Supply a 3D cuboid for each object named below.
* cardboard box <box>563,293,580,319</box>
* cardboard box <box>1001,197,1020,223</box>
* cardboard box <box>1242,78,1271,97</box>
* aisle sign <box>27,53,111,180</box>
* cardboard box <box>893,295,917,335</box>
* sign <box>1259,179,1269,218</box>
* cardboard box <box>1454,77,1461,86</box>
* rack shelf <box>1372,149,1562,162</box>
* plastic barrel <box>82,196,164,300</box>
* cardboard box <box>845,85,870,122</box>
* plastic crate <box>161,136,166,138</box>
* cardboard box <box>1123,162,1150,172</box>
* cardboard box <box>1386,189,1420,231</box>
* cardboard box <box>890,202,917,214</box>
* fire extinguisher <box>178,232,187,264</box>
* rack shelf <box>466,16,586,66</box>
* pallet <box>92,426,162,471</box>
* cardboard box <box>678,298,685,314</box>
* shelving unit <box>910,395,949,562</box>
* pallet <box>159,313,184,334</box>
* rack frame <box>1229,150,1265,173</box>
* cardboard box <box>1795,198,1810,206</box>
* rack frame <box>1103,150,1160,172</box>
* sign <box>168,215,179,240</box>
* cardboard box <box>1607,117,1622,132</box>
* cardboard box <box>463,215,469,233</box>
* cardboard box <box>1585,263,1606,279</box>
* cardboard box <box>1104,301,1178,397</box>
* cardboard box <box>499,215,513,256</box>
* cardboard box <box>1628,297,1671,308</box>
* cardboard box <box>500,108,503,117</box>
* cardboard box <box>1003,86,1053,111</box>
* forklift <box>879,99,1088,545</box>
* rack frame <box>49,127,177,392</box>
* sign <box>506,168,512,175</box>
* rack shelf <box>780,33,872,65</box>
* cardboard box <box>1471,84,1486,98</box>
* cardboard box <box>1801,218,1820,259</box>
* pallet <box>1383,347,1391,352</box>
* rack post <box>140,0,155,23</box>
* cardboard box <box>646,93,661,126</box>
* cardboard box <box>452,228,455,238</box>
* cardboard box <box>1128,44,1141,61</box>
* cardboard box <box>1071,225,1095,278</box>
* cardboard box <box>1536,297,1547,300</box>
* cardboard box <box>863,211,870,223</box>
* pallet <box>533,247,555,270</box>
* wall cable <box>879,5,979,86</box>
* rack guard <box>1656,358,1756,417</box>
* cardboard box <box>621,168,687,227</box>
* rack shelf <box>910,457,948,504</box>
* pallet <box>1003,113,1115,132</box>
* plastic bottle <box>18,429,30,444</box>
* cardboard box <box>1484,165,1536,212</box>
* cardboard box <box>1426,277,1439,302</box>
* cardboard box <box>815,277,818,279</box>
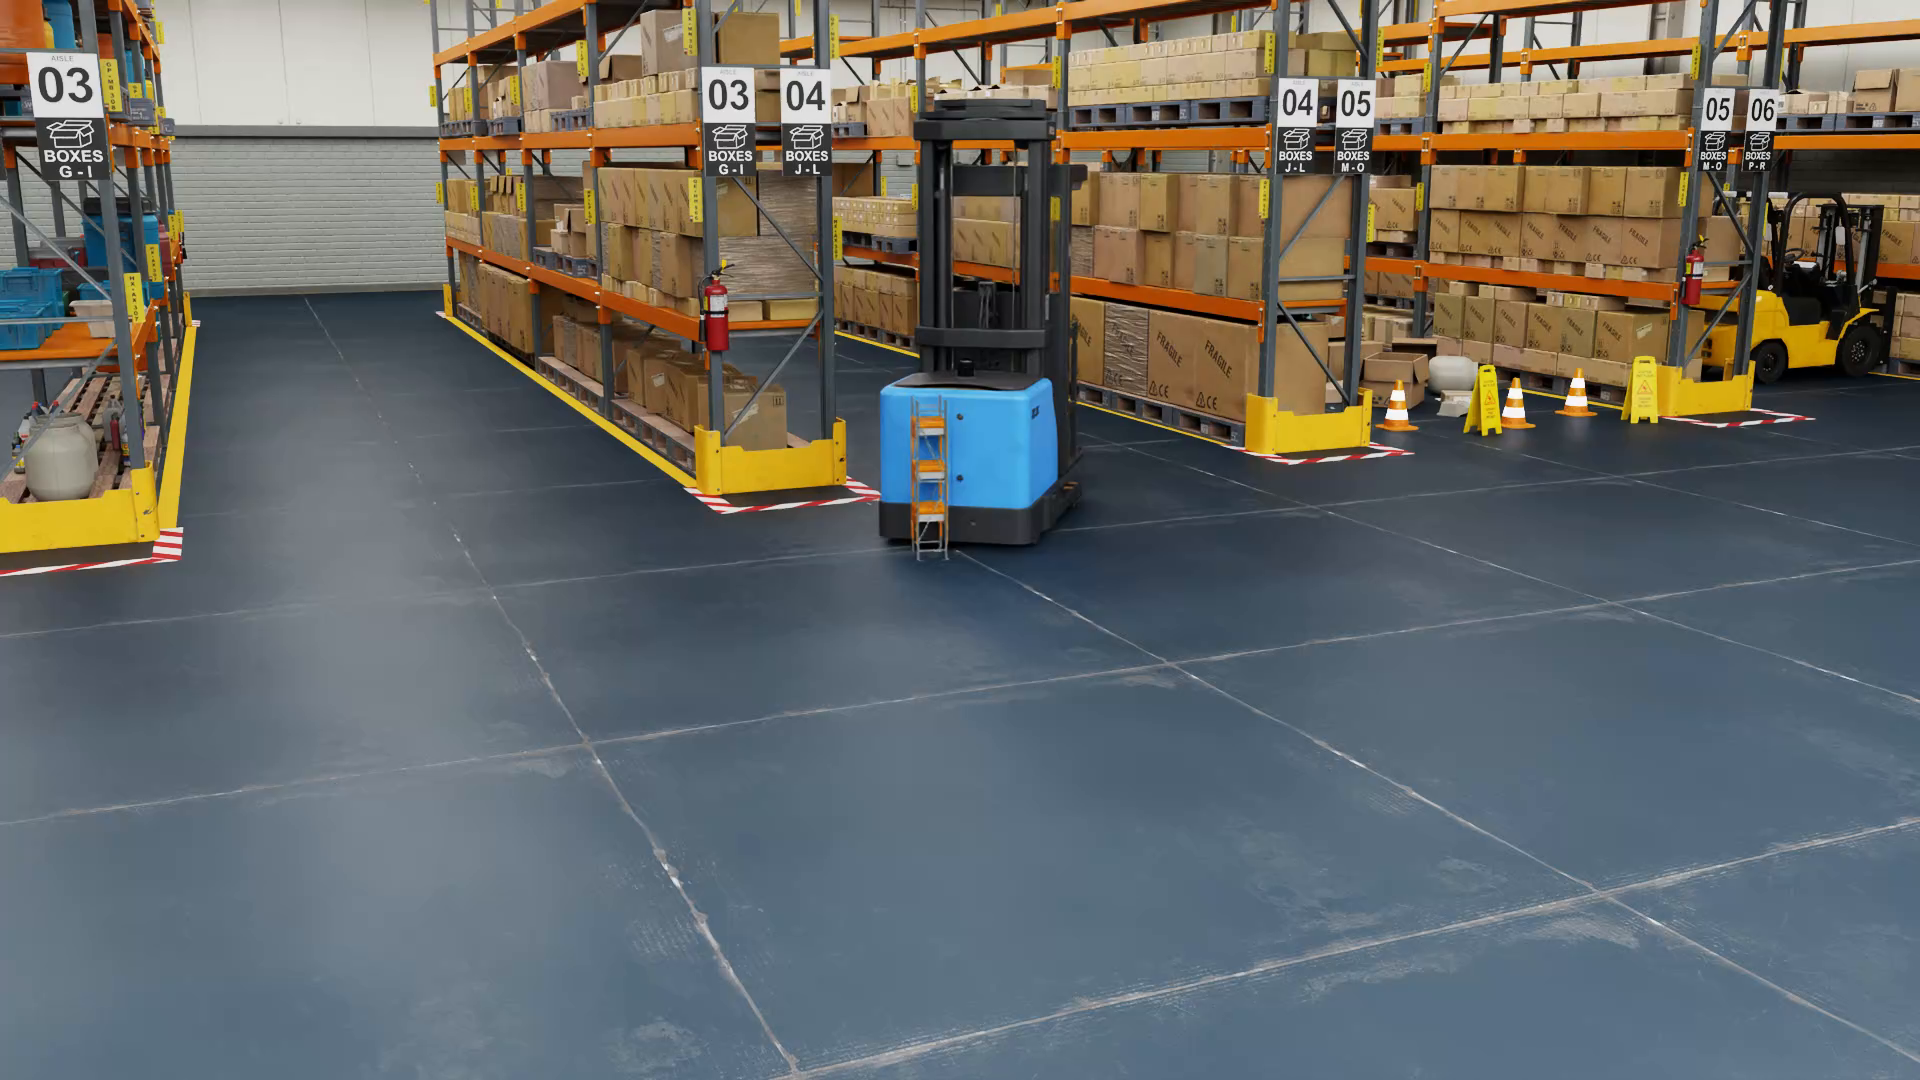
[{"bbox_3d":[-4.371,-2.755,19.525,0.500,0.250,0.500,-5,14,-21],"label":"cardboard box"},{"bbox_3d":[0.906,-3.978,19.465,0.700,0.500,0.500,-6,14,-23],"label":"cardboard box"},{"bbox_3d":[2.679,-3.933,14.464,0.380,0.149,0.250,-6,14,-23],"label":"cardboard box"},{"bbox_3d":[-5.704,-2.707,10.647,0.394,0.787,0.004,-6,14,-23],"label":"aisle sign"},{"bbox_3d":[-0.585,-3.055,22.529,0.500,0.500,0.500,-6,14,-23],"label":"cardboard box"},{"bbox_3d":[2.620,-2.936,14.311,0.100,0.325,0.005,-6,14,-23],"label":"sign"},{"bbox_3d":[5.939,-5.693,20.955,0.500,0.250,0.500,-6,14,-24],"label":"cardboard box"},{"bbox_3d":[8.158,-6.397,27.300,1.077,0.370,4.000,-6,14,-23],"label":"rack shelf"},{"bbox_3d":[-7.480,-2.606,14.867,0.600,0.901,0.708,-6,14,-23],"label":"plastic barrel"},{"bbox_3d":[-1.186,-6.168,23.553,0.797,0.503,0.637,-6,14,-24],"label":"cardboard box"},{"bbox_3d":[-11.753,-5.914,24.089,0.450,0.188,0.336,-6,14,-23],"label":"plastic crate"},{"bbox_3d":[2.922,-6.191,27.588,0.380,0.149,0.250,-6,14,-24],"label":"cardboard box"},{"bbox_3d":[5.620,-4.070,20.491,0.500,0.500,0.500,-6,14,-24],"label":"cardboard box"},{"bbox_3d":[-0.699,-4.388,21.982,0.380,0.149,0.250,-6,14,-25],"label":"cardboard box"},{"bbox_3d":[-12.054,-4.587,25.535,0.296,0.674,0.183,-6,14,-23],"label":"fire extinguisher"},{"bbox_3d":[-5.468,-6.319,21.199,1.077,0.370,4.000,-6,14,-23],"label":"rack shelf"},{"bbox_3d":[-7.372,-0.754,14.159,1.003,0.211,1.213,-6,14,-23],"label":"pallet"},{"bbox_3d":[-2.099,-1.945,13.681,0.380,0.149,0.250,-6,14,-23],"label":"cardboard box"},{"bbox_3d":[-0.200,-0.400,10.770,0.215,1.050,0.252,-2,13,-9],"label":"shelving unit"},{"bbox_3d":[-12.115,-3.202,24.736,1.003,0.211,1.213,-6,14,-23],"label":"pallet"},{"bbox_3d":[5.755,-6.526,32.913,1.000,3.000,0.127,-6,14,-23],"label":"rack frame"},{"bbox_3d":[10.725,-4.303,20.991,0.380,0.149,0.250,-5,14,-22],"label":"cardboard box"},{"bbox_3d":[2.811,-5.250,27.402,1.000,3.000,0.127,-6,14,-23],"label":"rack frame"},{"bbox_3d":[-10.303,-4.092,21.784,0.100,0.325,0.005,-6,14,-23],"label":"sign"},{"bbox_3d":[6.973,-4.323,17.301,0.380,0.149,0.250,-6,14,-23],"label":"cardboard box"},{"bbox_3d":[-7.101,-4.707,24.726,0.500,0.250,0.500,-5,14,-22],"label":"cardboard box"},{"bbox_3d":[6.855,-2.854,17.607,0.380,0.149,0.250,-5,14,-22],"label":"cardboard box"},{"bbox_3d":[2.073,-1.977,17.039,0.875,0.875,0.875,-6,14,-23],"label":"cardboard box"},{"bbox_3d":[-5.700,-3.973,21.661,0.500,0.500,0.500,-5,14,-22],"label":"cardboard box"},{"bbox_3d":[10.039,-3.362,23.579,0.875,0.625,0.625,-6,14,-24],"label":"cardboard box"},{"bbox_3d":[-5.811,-5.578,21.790,0.380,0.149,0.250,-6,14,-25],"label":"cardboard box"},{"bbox_3d":[0.824,-5.006,18.875,0.500,0.250,0.500,-6,14,-23],"label":"cardboard box"},{"bbox_3d":[0.305,-1.679,12.125,1.130,2.935,3.031,3,13,14],"label":"forklift"},{"bbox_3d":[-9.206,-3.081,18.031,1.000,3.000,0.127,-6,14,-23],"label":"rack frame"},{"bbox_3d":[-7.369,-5.907,27.147,0.100,0.325,0.005,-6,14,-23],"label":"sign"},{"bbox_3d":[-2.486,-7.766,26.570,1.077,0.370,4.000,-6,14,-23],"label":"rack shelf"},{"bbox_3d":[6.071,-5.124,18.992,0.380,0.149,0.250,-6,14,-25],"label":"cardboard box"},{"bbox_3d":[10.928,-3.769,20.782,0.500,0.500,0.500,-6,14,-24],"label":"cardboard box"},{"bbox_3d":[5.702,-2.400,21.270,1.003,0.211,1.213,-6,14,-23],"label":"pallet"},{"bbox_3d":[-9.880,-6.180,19.224,0.937,0.300,0.954,-4,14,-17],"label":"rack post"},{"bbox_3d":[-2.289,-3.550,13.738,0.500,0.250,0.500,-5,14,-22],"label":"cardboard box"},{"bbox_3d":[-7.720,-4.796,25.999,0.380,0.149,0.250,-6,14,-24],"label":"cardboard box"},{"bbox_3d":[1.866,-4.741,16.187,0.380,0.149,0.250,-6,14,-23],"label":"cardboard box"},{"bbox_3d":[1.679,-3.127,17.897,0.875,0.550,0.550,-6,14,-23],"label":"cardboard box"},{"bbox_3d":[6.909,-2.520,19.107,0.500,0.500,0.500,-5,14,-20],"label":"cardboard box"},{"bbox_3d":[-1.111,-4.456,22.938,0.380,0.149,0.250,-6,14,-23],"label":"cardboard box"},{"bbox_3d":[-4.284,-3.298,19.391,1.213,0.211,1.003,-6,14,-23],"label":"pallet"},{"bbox_3d":[-0.638,-10.216,35.555,2.355,3.000,0.029,-6,14,-23],"label":"wall cable"},{"bbox_3d":[7.587,-1.569,17.040,1.175,0.500,0.348,-6,14,-23],"label":"rack guard"},{"bbox_3d":[-2.716,-3.061,14.843,0.500,0.500,0.500,-6,14,-23],"label":"cardboard box"},{"bbox_3d":[-0.200,-0.390,10.773,0.215,0.259,0.240,-2,13,-9],"label":"rack shelf"},{"bbox_3d":[1.108,-4.683,18.721,0.805,0.209,1.217,-6,14,-25],"label":"pallet"},{"bbox_3d":[-7.214,-0.710,12.851,0.152,0.276,0.135,-6,14,-23],"label":"plastic bottle"},{"bbox_3d":[6.354,-3.954,18.703,0.700,0.500,0.500,-6,14,-24],"label":"cardboard box"},{"bbox_3d":[7.965,-4.245,27.673,0.500,0.500,0.500,-6,14,-25],"label":"cardboard box"},{"bbox_3d":[-2.343,-4.098,26.497,0.380,0.149,0.250,-5,14,-21],"label":"cardboard box"}]
